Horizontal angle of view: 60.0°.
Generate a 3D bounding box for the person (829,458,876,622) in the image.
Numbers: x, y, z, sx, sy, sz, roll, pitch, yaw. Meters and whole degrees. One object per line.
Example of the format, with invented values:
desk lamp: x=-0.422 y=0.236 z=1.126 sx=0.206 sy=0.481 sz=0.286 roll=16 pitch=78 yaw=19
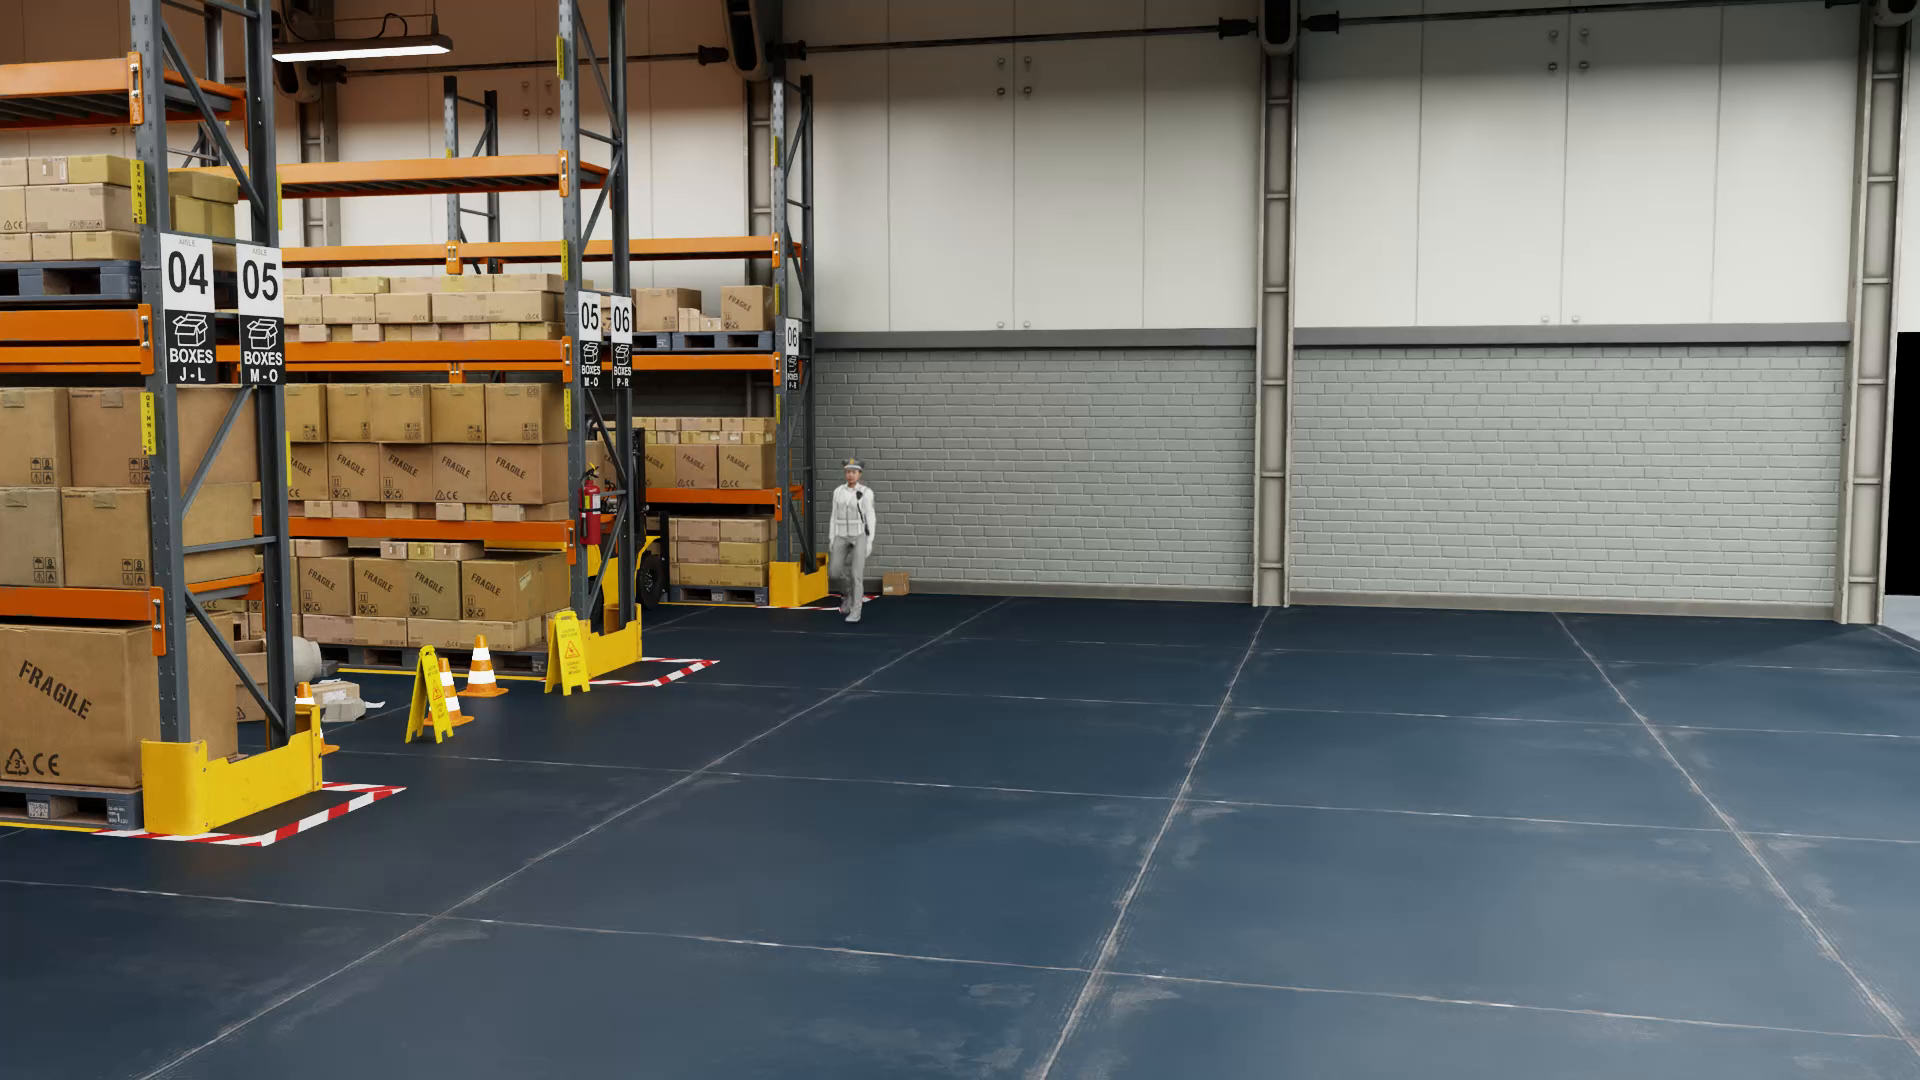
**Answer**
person: x=-1.110 y=-0.012 z=17.197 sx=0.498 sy=1.682 sz=0.482 roll=1 pitch=5 yaw=15
